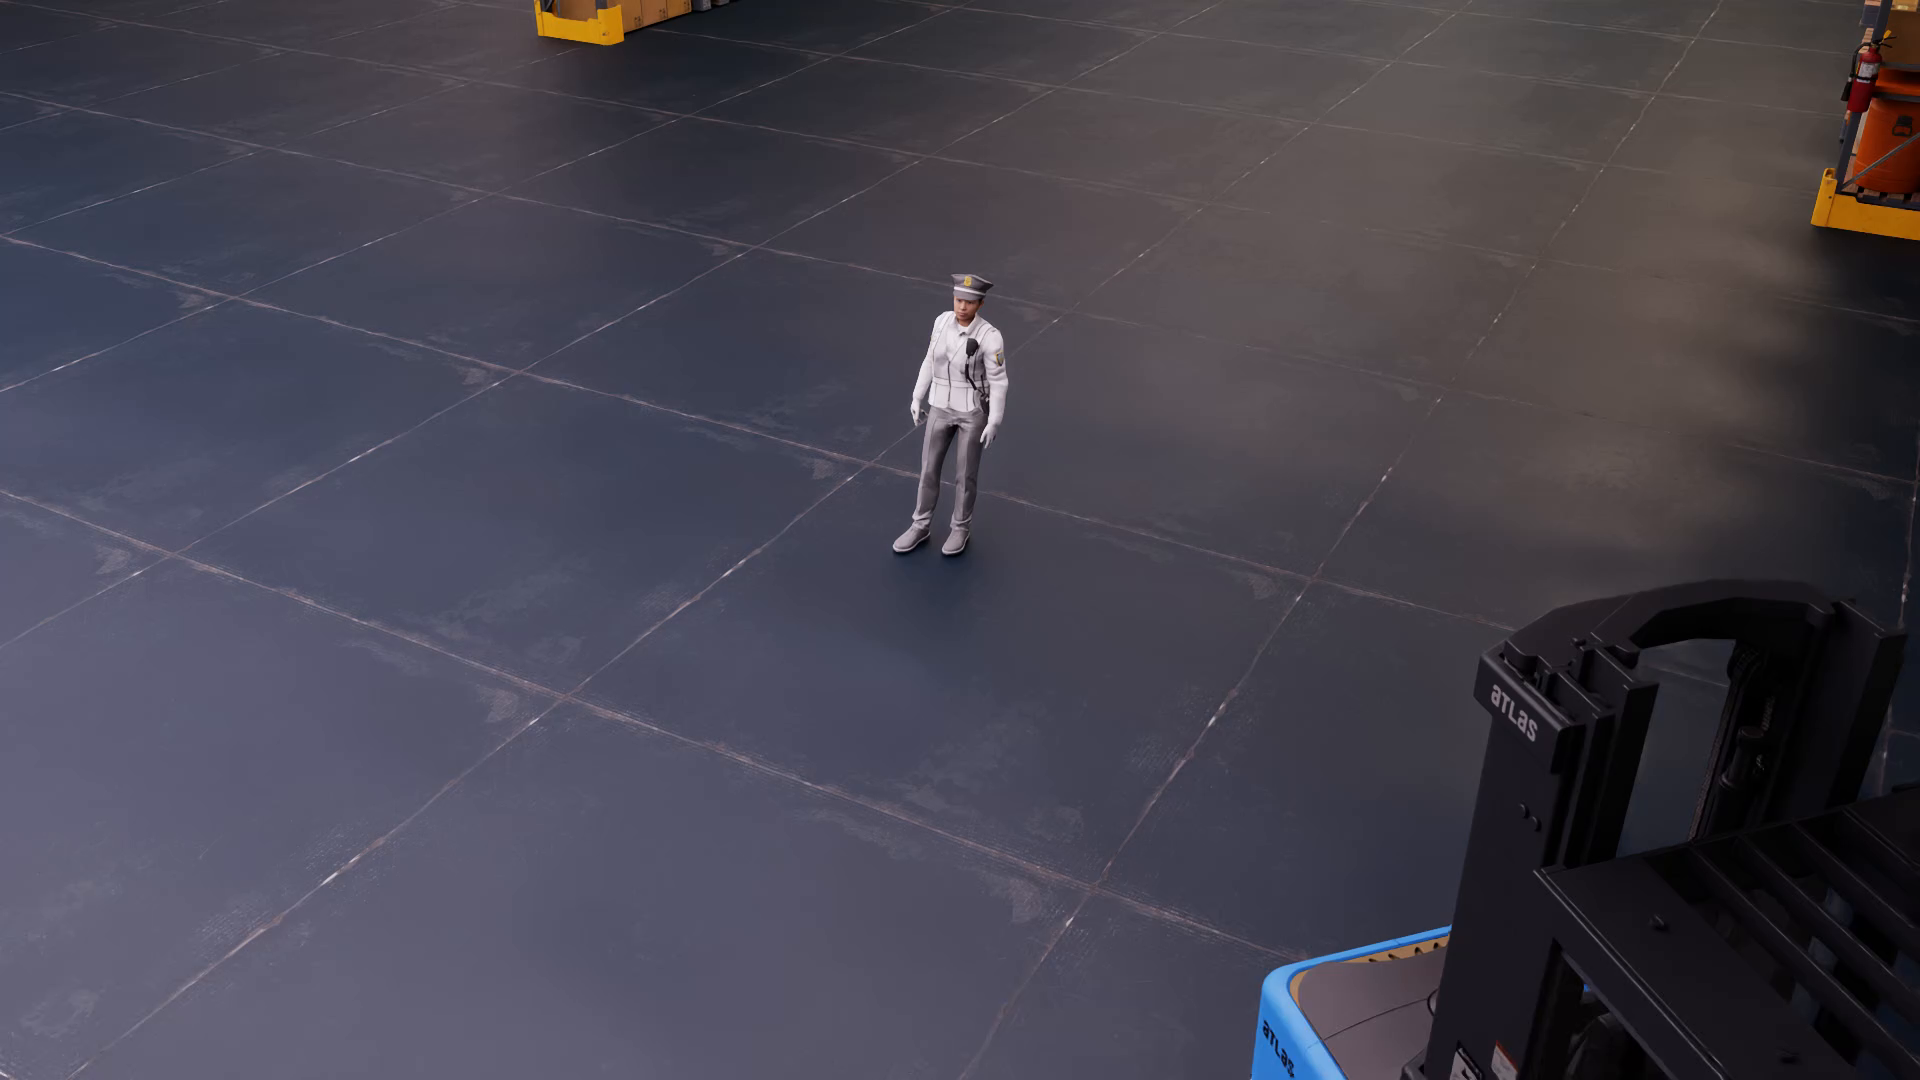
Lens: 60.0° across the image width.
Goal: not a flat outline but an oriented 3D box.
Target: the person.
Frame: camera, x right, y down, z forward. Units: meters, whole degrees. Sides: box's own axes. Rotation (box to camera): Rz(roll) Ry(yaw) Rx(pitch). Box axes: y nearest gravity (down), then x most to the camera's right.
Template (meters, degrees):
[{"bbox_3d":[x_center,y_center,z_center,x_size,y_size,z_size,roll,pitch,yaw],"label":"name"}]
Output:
[{"bbox_3d":[-0.040,-0.712,9.526,0.586,1.694,0.530,15,33,25],"label":"person"}]

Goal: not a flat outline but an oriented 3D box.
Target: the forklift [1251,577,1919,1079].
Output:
[{"bbox_3d":[1.896,1.694,4.135,1.130,2.935,3.031,-9,31,-15],"label":"forklift"}]
